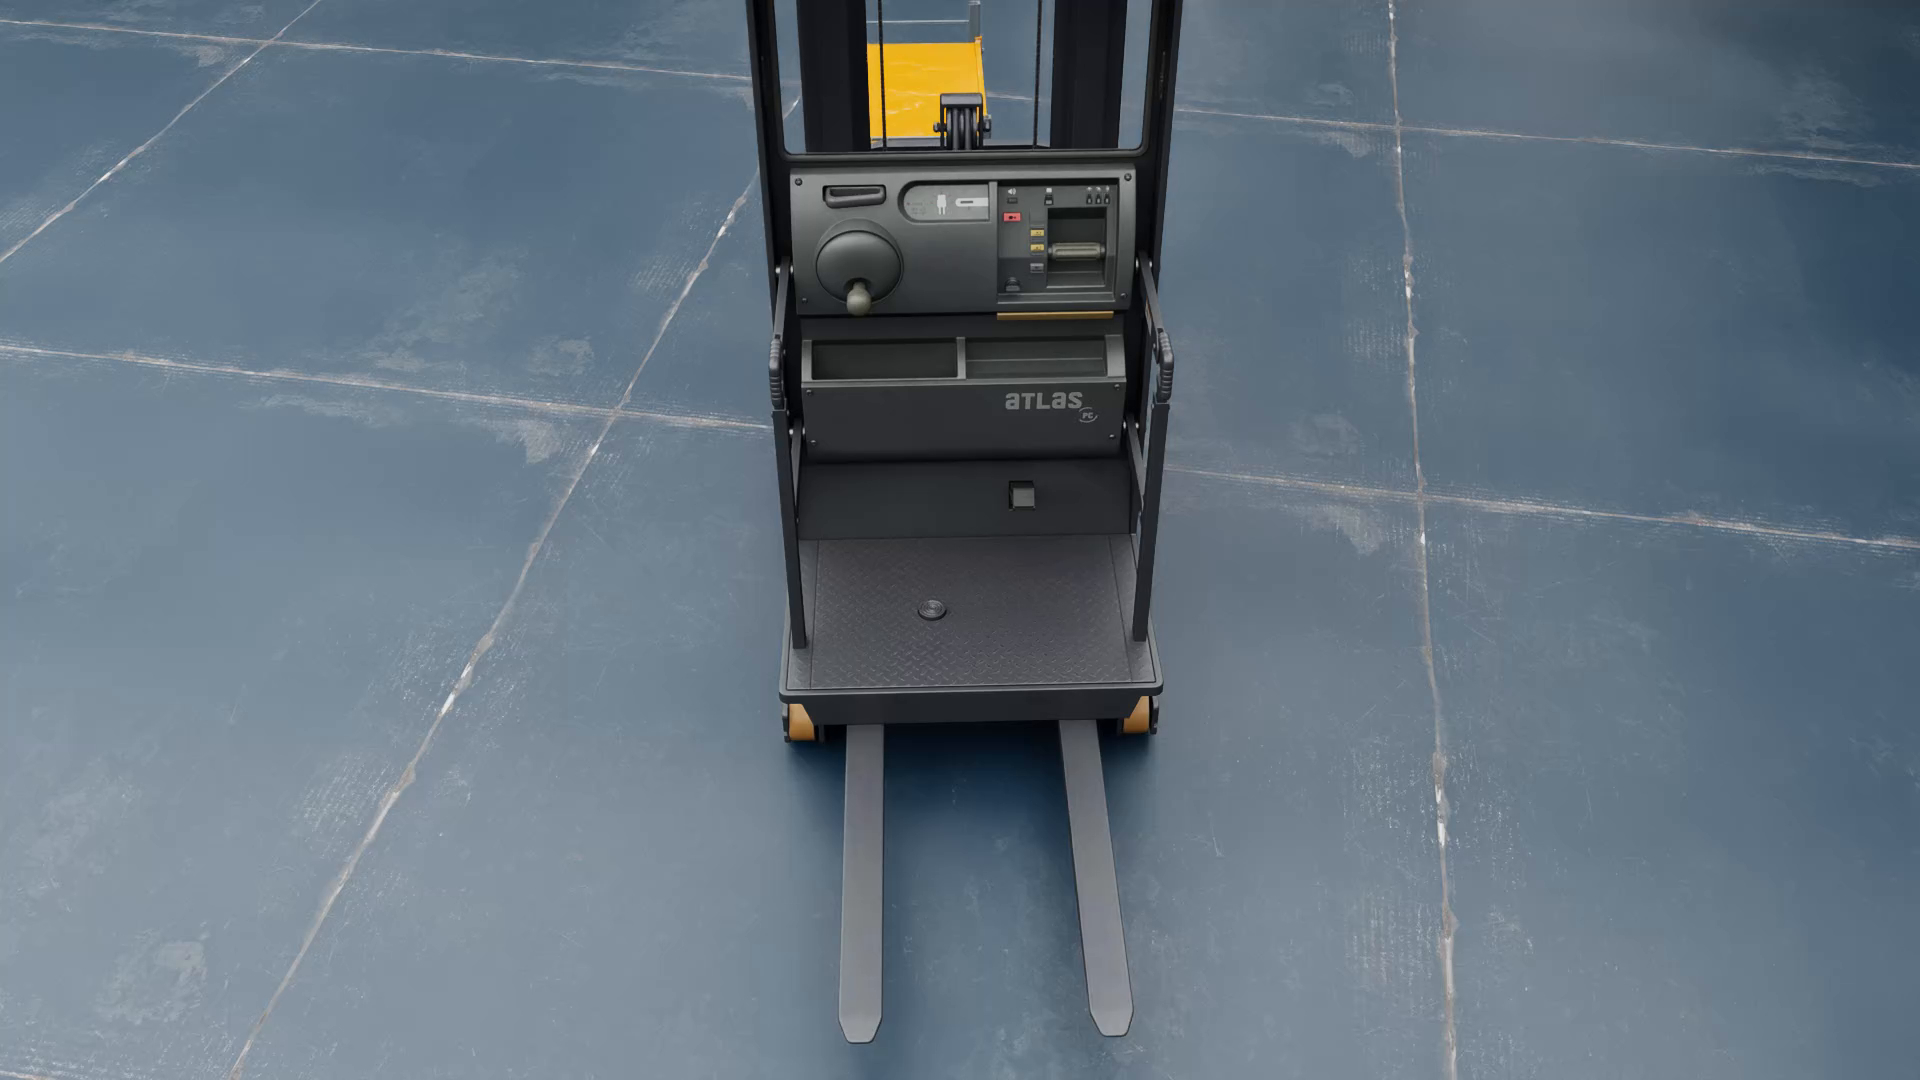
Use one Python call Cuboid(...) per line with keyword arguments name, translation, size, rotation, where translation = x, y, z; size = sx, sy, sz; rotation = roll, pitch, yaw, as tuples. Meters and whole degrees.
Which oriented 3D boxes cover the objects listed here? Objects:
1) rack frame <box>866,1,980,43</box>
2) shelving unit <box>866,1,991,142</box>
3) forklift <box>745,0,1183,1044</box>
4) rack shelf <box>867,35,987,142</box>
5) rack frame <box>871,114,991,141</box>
Cuboid(name="rack frame", translation=(-0.171, -1.679, 6.898), size=(0.500, 1.125, 0.032), rotation=(-1, 40, -1))
Cuboid(name="shelving unit", translation=(-0.157, -1.355, 6.506), size=(0.538, 1.125, 1.048), rotation=(-1, 40, -1))
Cuboid(name="forklift", translation=(0.019, -0.733, 4.336), size=(1.130, 2.935, 3.031), rotation=(-1, 40, -1))
Cuboid(name="rack shelf", translation=(-0.157, -1.581, 6.320), size=(0.538, 0.278, 1.000), rotation=(-1, 40, -1))
Cuboid(name="rack frame", translation=(-0.142, -1.031, 6.115), size=(0.500, 1.125, 0.032), rotation=(-1, 40, -1))
